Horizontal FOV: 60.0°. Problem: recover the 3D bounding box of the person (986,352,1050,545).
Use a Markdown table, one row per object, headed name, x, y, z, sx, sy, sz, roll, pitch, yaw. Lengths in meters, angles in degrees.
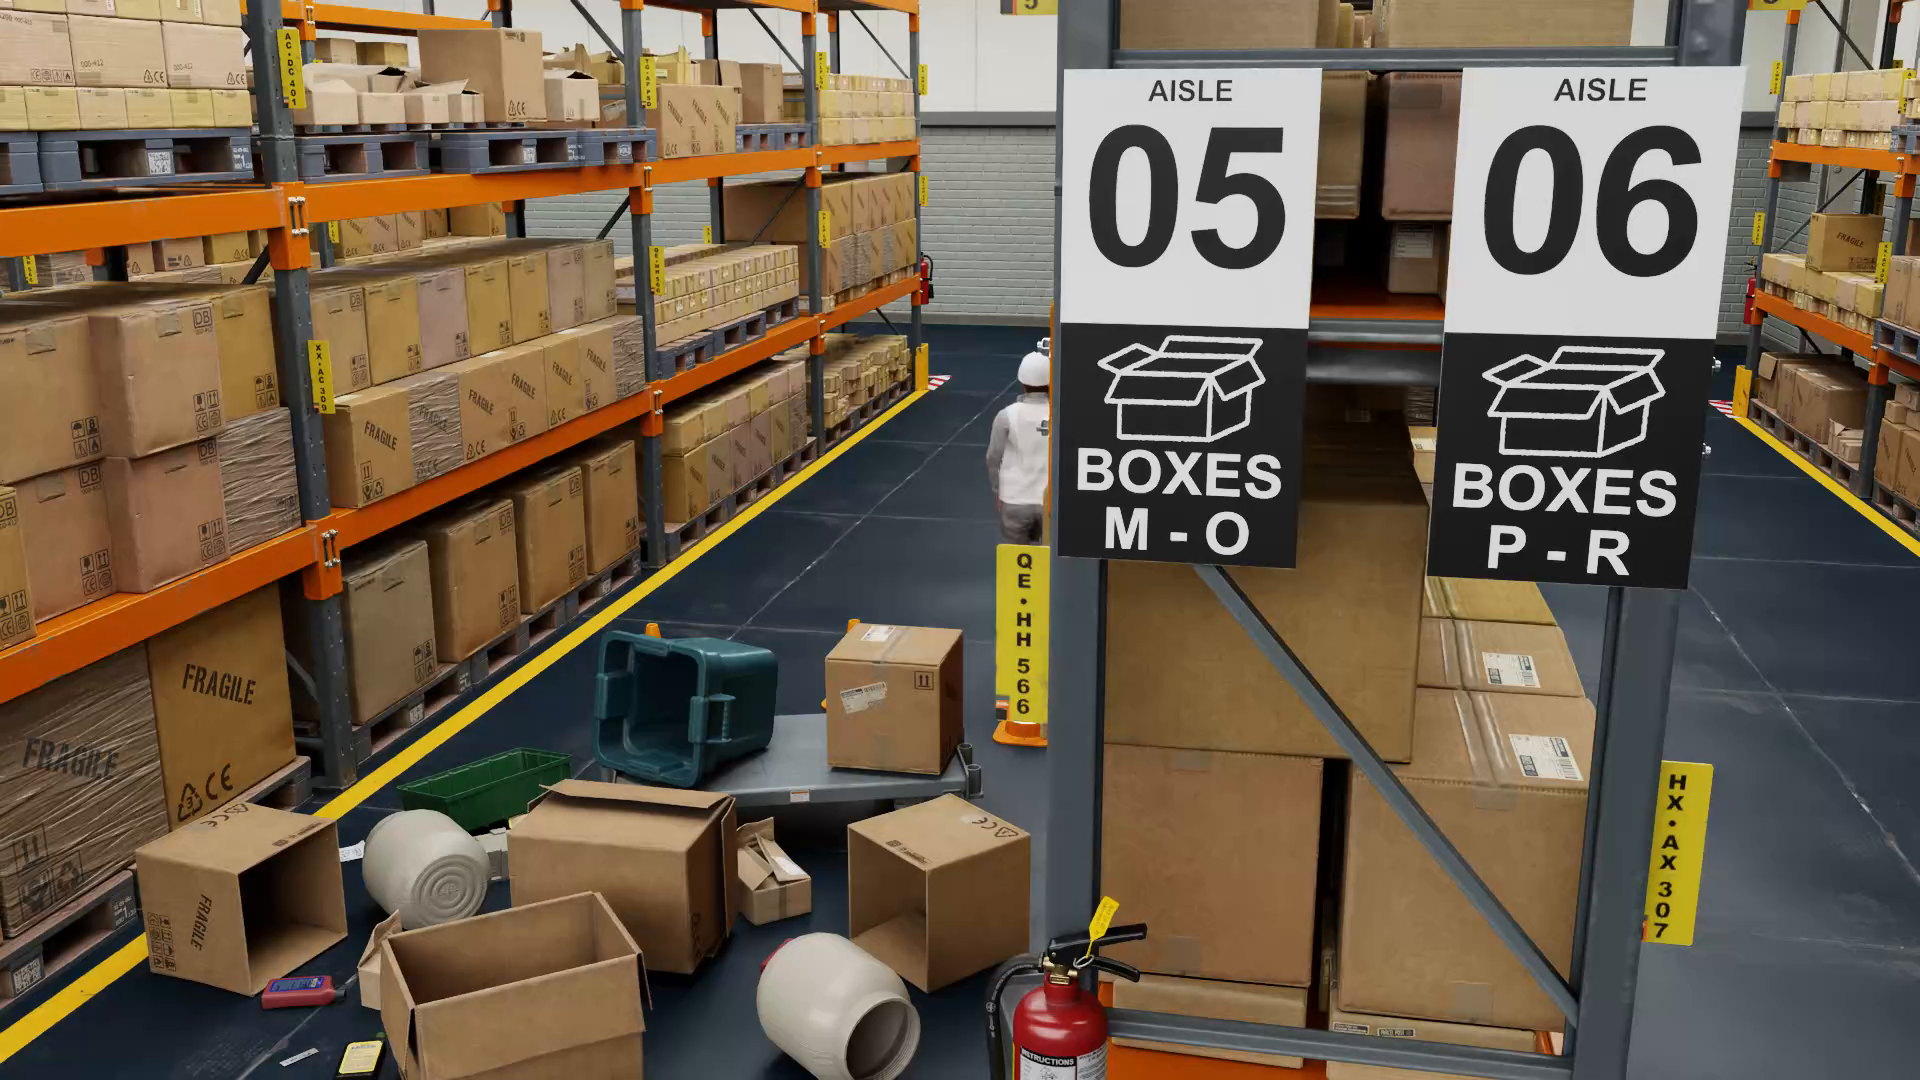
| name | x | y | z | sx | sy | sz | roll | pitch | yaw |
| --- | --- | --- | --- | --- | --- | --- | --- | --- | --- |
| person | 0.453 | -0.245 | 9.906 | 0.593 | 1.770 | 0.482 | 1 | 15 | 3 |
